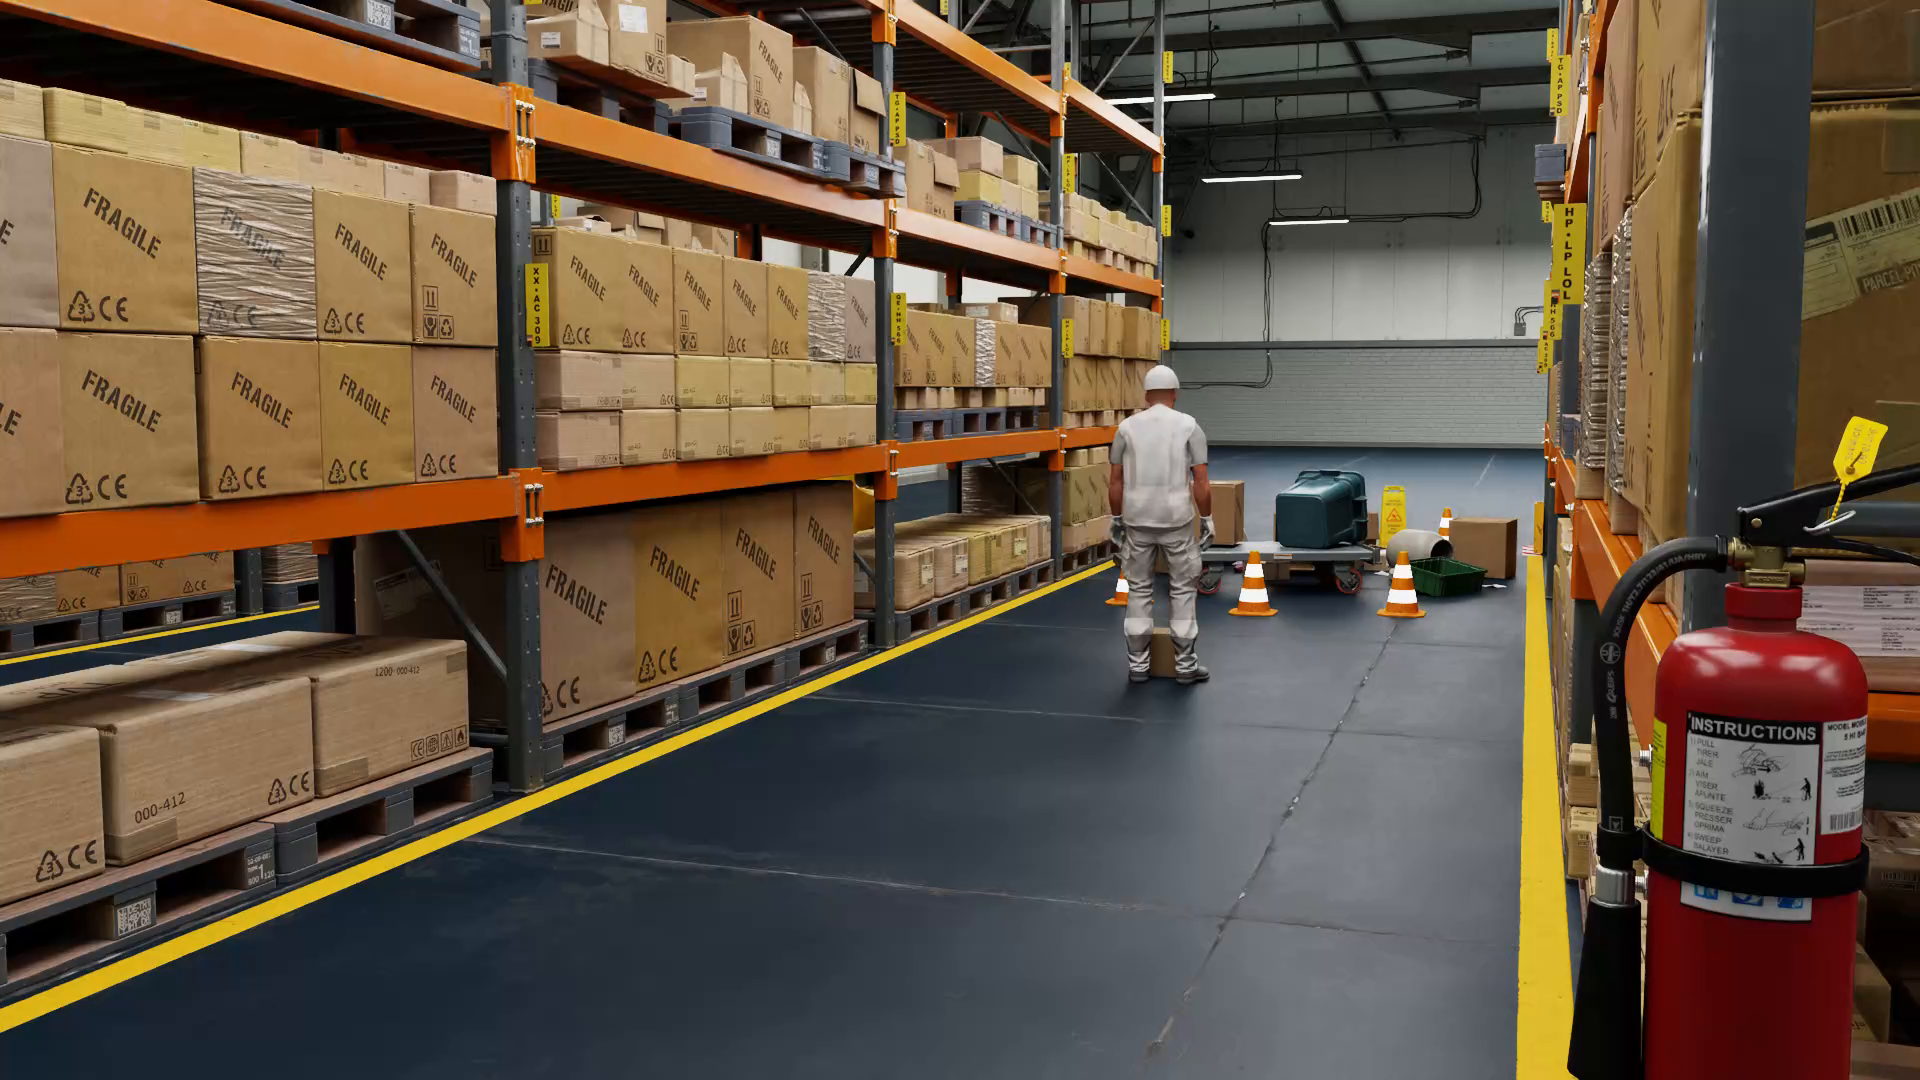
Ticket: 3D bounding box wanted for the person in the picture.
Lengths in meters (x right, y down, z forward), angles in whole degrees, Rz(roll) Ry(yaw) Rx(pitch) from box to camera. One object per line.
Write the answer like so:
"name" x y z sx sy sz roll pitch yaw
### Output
"person" 15.566 -0.412 13.195 25.370 1.733 17.172 2 5 19
